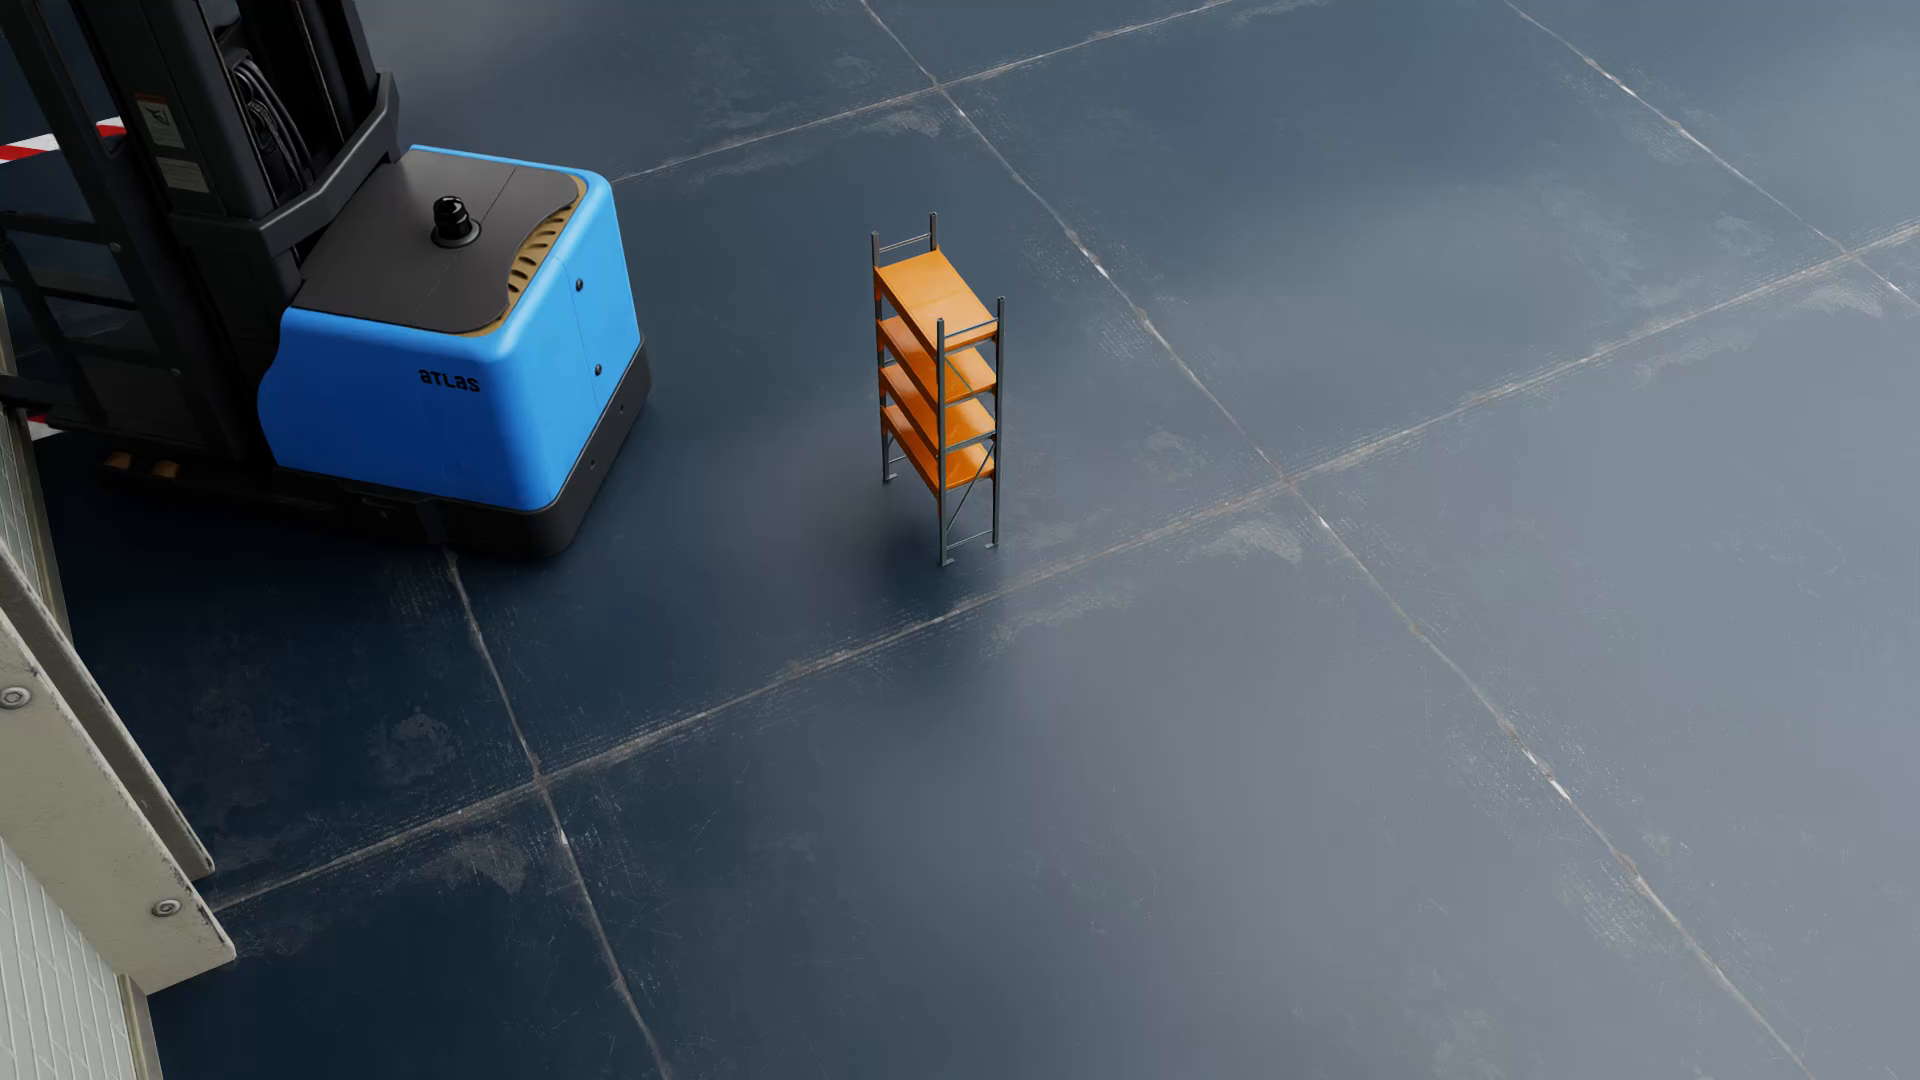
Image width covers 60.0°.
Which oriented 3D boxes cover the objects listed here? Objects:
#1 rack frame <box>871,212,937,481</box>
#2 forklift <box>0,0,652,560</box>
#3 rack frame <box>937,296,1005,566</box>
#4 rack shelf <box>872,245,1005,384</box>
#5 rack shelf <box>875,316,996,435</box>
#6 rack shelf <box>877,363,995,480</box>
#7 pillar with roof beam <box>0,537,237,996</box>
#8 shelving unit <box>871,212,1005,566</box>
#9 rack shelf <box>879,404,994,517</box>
[{"bbox_3d":[-0.187,-0.669,6.038,0.240,1.200,0.015,-21,52,-18],"label":"rack frame"},{"bbox_3d":[-2.813,-1.486,5.602,3.031,2.935,1.130,10,50,9],"label":"forklift"},{"bbox_3d":[0.036,-0.342,5.752,0.240,1.200,0.015,-21,52,-18],"label":"rack frame"},{"bbox_3d":[-0.076,-0.765,5.599,0.258,0.148,0.480,-21,52,-18],"label":"rack shelf"},{"bbox_3d":[-0.076,-0.609,5.778,0.258,0.148,0.480,-21,52,-18],"label":"rack shelf"},{"bbox_3d":[-0.076,-0.462,5.946,0.258,0.148,0.480,-21,52,-18],"label":"rack shelf"},{"bbox_3d":[1.372,-3.237,3.103,9.100,9.000,0.400,-21,52,-18],"label":"pillar with roof beam"},{"bbox_3d":[-0.076,-0.506,5.895,0.258,1.200,0.503,-21,52,-18],"label":"shelving unit"},{"bbox_3d":[-0.076,-0.331,6.095,0.258,0.148,0.480,-21,52,-18],"label":"rack shelf"}]
